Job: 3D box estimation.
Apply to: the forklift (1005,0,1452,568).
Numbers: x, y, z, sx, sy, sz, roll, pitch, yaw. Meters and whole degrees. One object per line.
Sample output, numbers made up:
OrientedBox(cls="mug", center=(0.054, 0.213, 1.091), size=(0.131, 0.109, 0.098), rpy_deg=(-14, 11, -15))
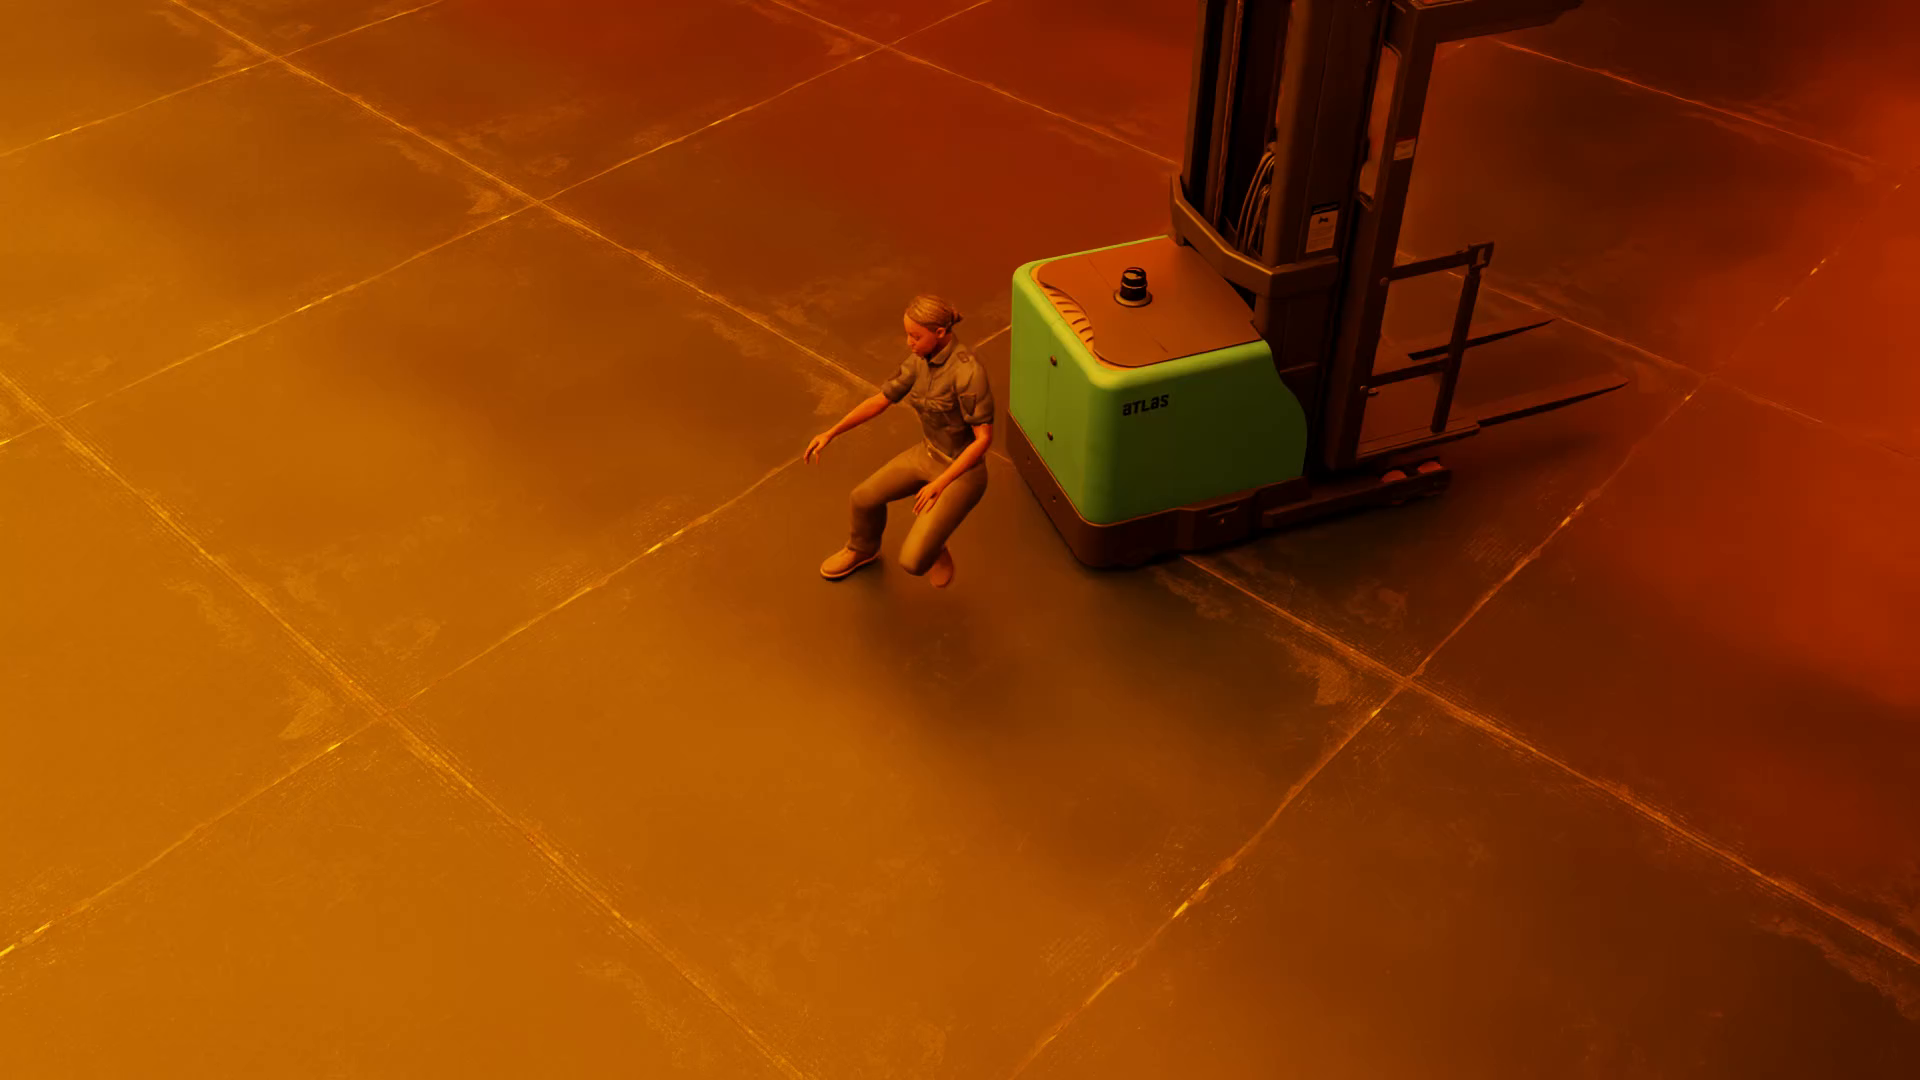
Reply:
OrientedBox(cls="forklift", center=(1.793, -1.584, 7.275), size=(3.031, 2.935, 1.130), rpy_deg=(-14, 43, -16))

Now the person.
OrientedBox(cls="person", center=(-0.254, -0.305, 6.896), size=(0.700, 1.469, 0.742), rpy_deg=(-22, 45, -24))
